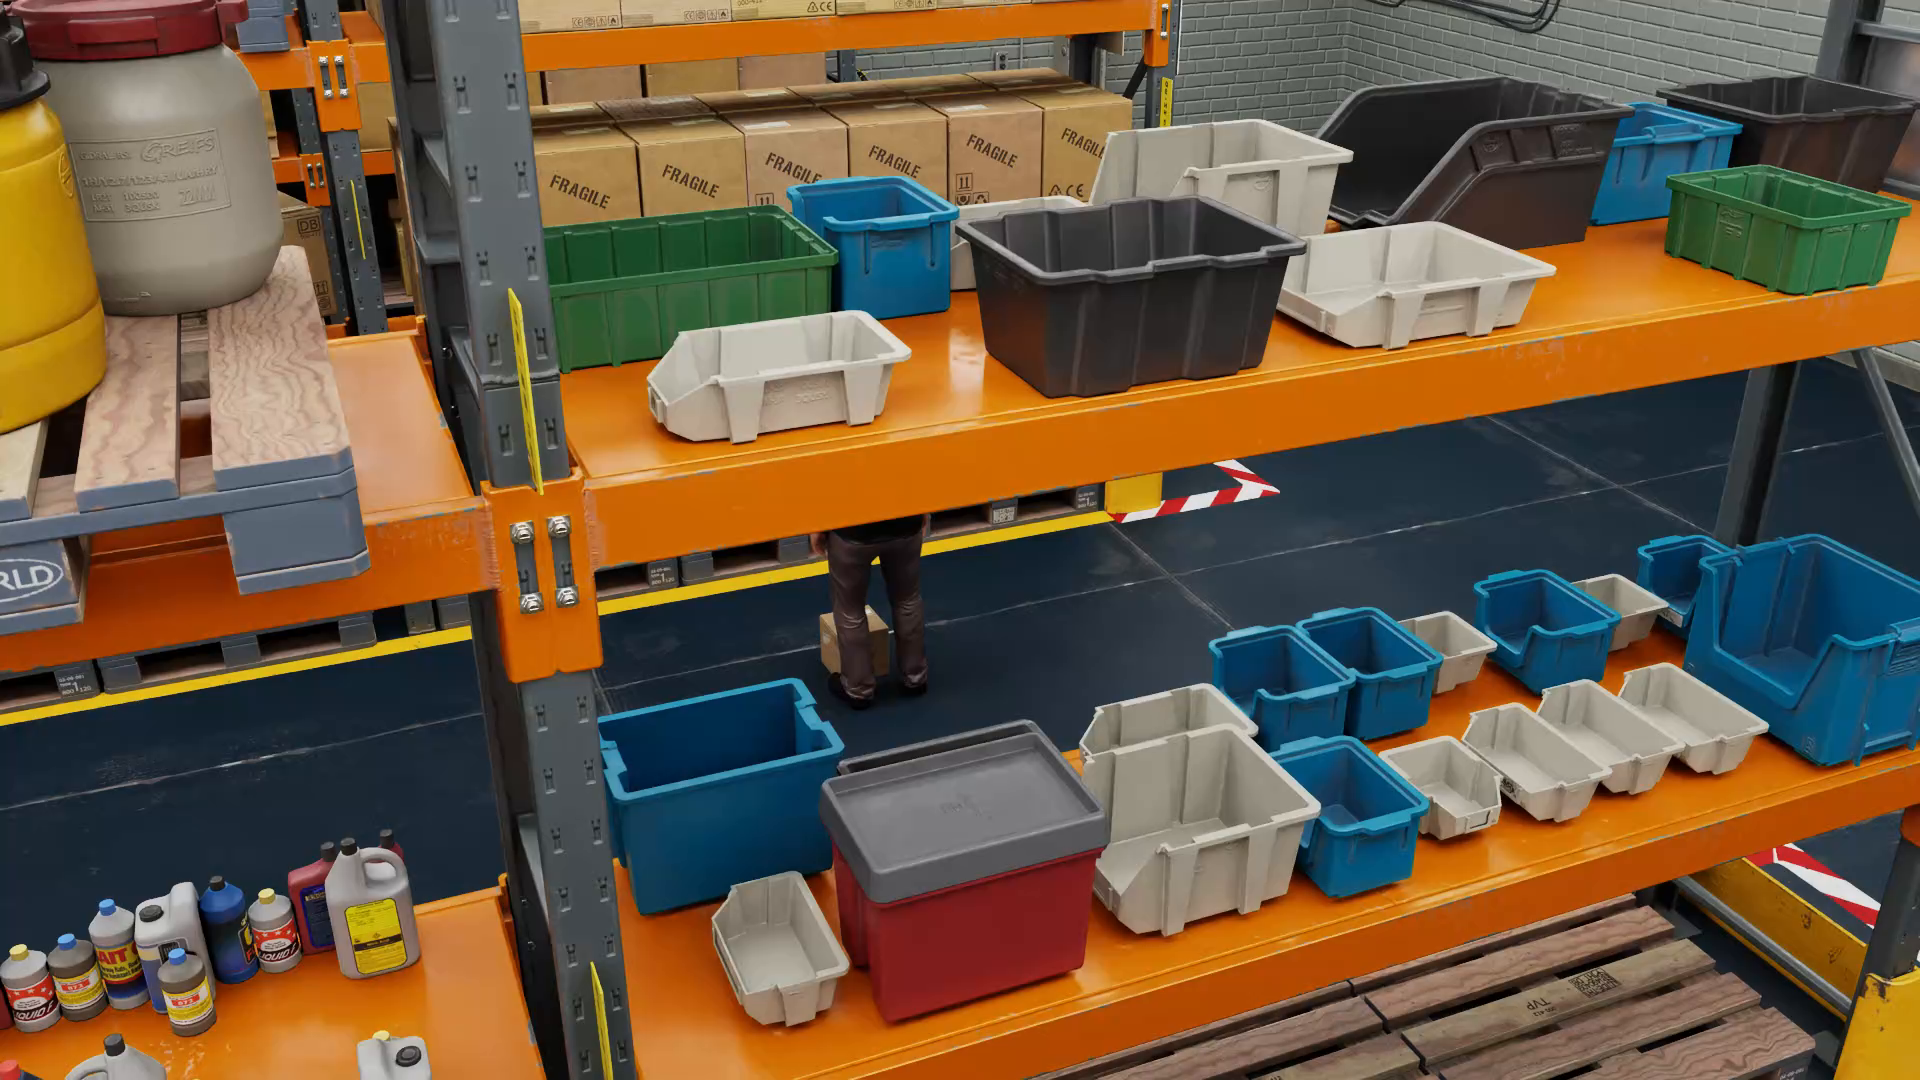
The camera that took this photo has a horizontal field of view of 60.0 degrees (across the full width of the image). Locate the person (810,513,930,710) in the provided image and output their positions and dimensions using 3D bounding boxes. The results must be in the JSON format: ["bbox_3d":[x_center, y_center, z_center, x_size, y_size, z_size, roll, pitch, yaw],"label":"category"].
[{"bbox_3d":[-0.375,-0.062,7.267,0.580,1.721,0.414,-11,28,-21],"label":"person"}]
